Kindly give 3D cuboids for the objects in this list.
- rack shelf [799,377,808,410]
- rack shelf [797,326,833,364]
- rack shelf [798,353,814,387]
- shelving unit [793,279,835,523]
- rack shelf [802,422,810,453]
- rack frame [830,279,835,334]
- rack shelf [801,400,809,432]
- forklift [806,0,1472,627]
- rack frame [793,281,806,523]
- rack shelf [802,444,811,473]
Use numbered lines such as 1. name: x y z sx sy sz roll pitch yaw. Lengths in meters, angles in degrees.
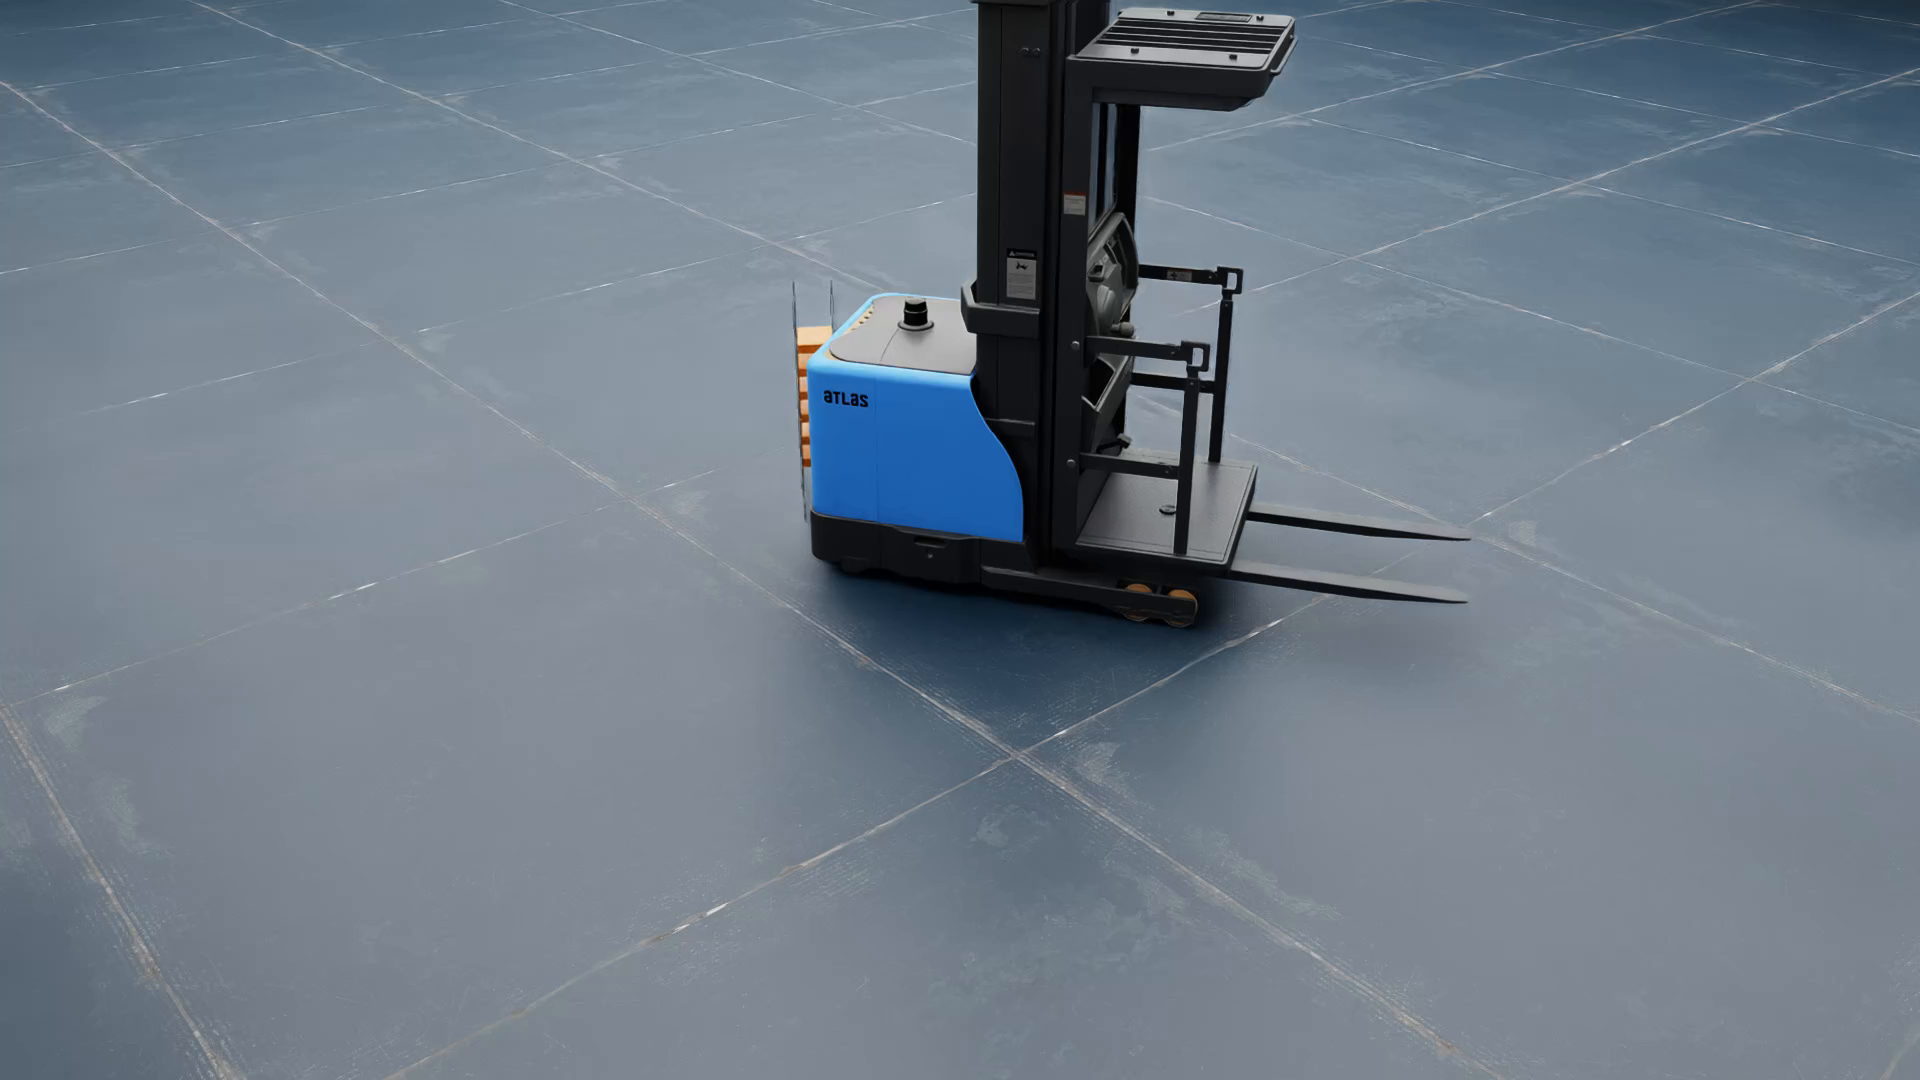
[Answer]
1. rack shelf: -0.704 -0.742 8.204 0.180 0.103 0.258 -3 28 -6
2. rack shelf: -0.704 -0.953 8.091 0.180 0.103 0.258 -3 28 -6
3. rack shelf: -0.704 -0.847 8.148 0.180 0.103 0.258 -3 28 -6
4. shelving unit: -0.704 -0.675 8.240 0.189 1.200 0.258 -3 28 -6
5. rack shelf: -0.704 -0.530 8.317 0.180 0.103 0.258 -3 28 -6
6. rack frame: -0.613 -0.680 8.249 0.006 1.200 0.240 -3 28 -6
7. rack shelf: -0.704 -0.636 8.261 0.180 0.103 0.258 -3 28 -6
8. forklift: 0.864 -1.178 7.345 3.031 2.935 1.130 8 29 14
9. rack frame: -0.794 -0.670 8.230 0.006 1.200 0.240 -3 28 -6
10. rack shelf: -0.704 -0.424 8.374 0.180 0.103 0.258 -3 28 -6
